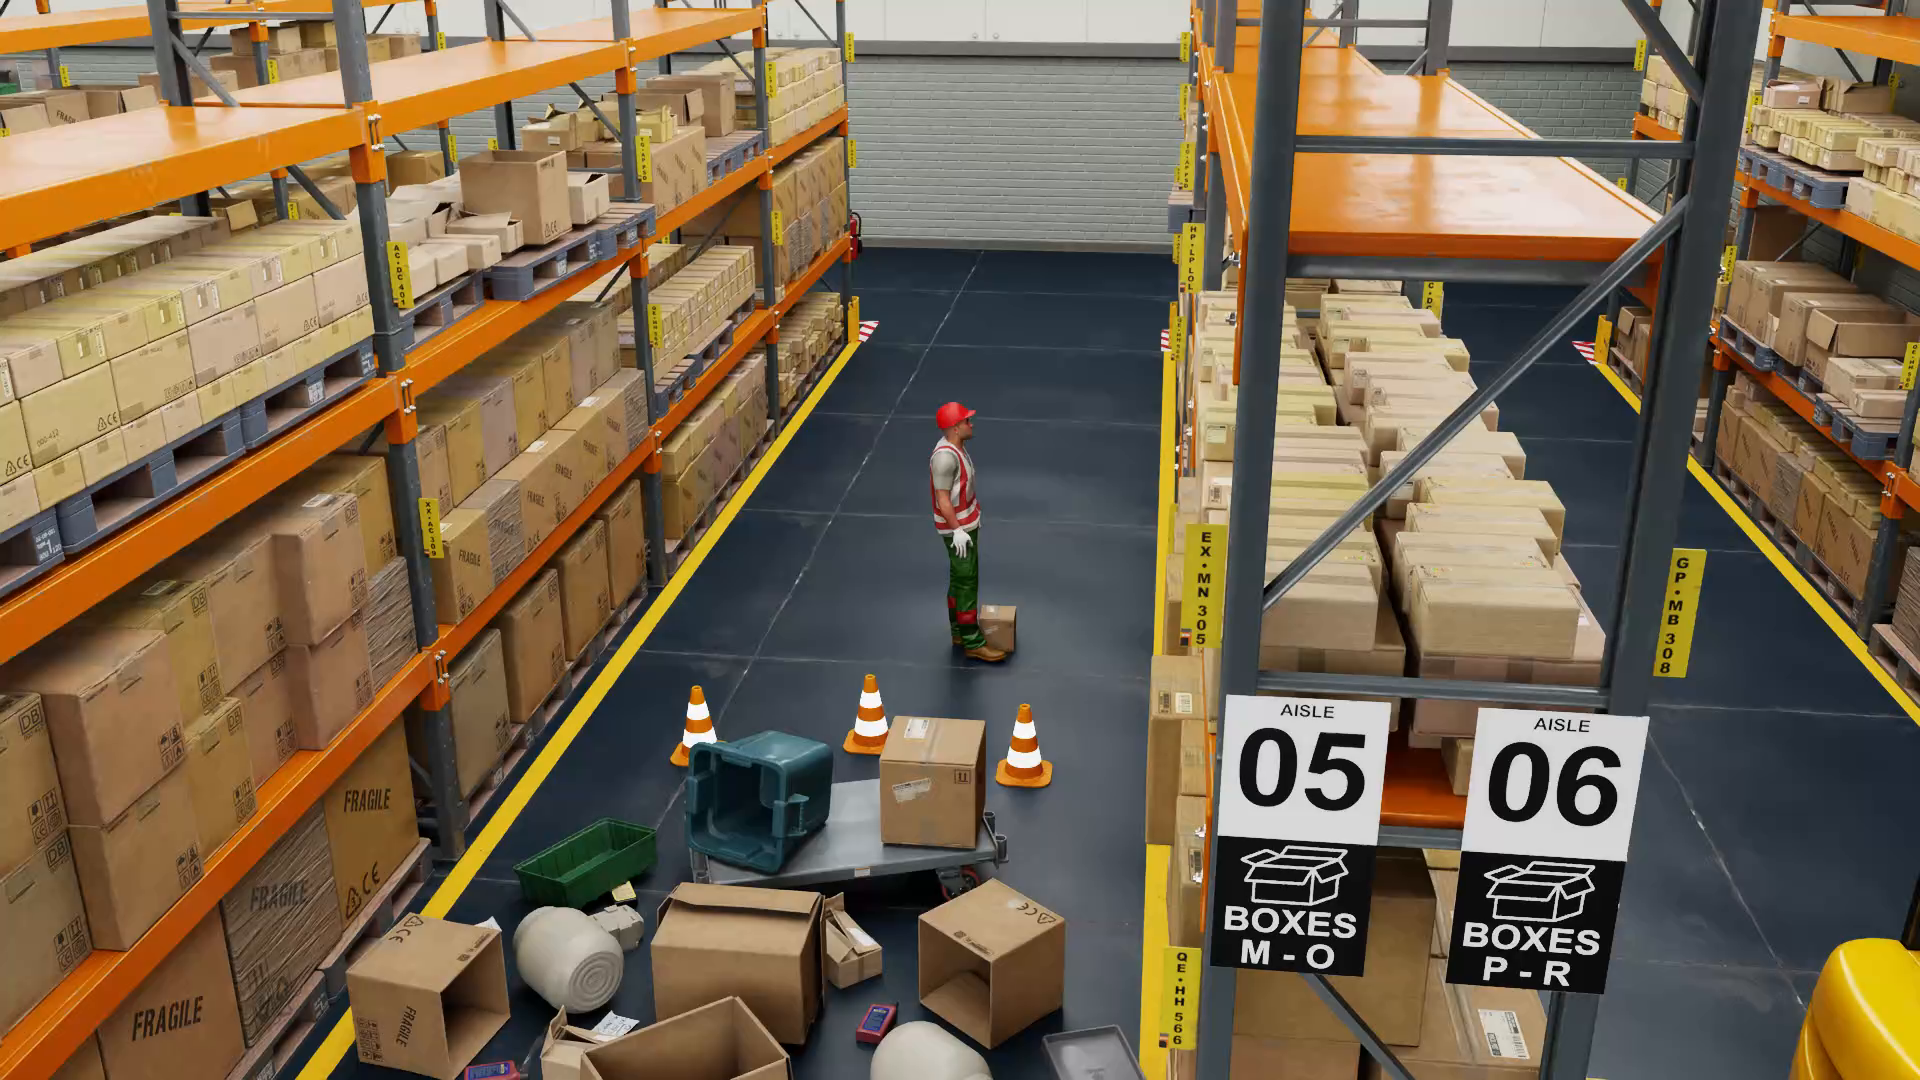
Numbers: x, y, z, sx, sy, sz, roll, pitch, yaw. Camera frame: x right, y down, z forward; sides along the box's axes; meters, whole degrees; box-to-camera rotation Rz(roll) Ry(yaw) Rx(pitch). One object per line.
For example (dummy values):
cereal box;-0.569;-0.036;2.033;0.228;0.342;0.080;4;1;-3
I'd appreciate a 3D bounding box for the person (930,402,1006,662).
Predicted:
person;0.076;-0.085;11.677;0.564;1.788;0.637;2;21;6
